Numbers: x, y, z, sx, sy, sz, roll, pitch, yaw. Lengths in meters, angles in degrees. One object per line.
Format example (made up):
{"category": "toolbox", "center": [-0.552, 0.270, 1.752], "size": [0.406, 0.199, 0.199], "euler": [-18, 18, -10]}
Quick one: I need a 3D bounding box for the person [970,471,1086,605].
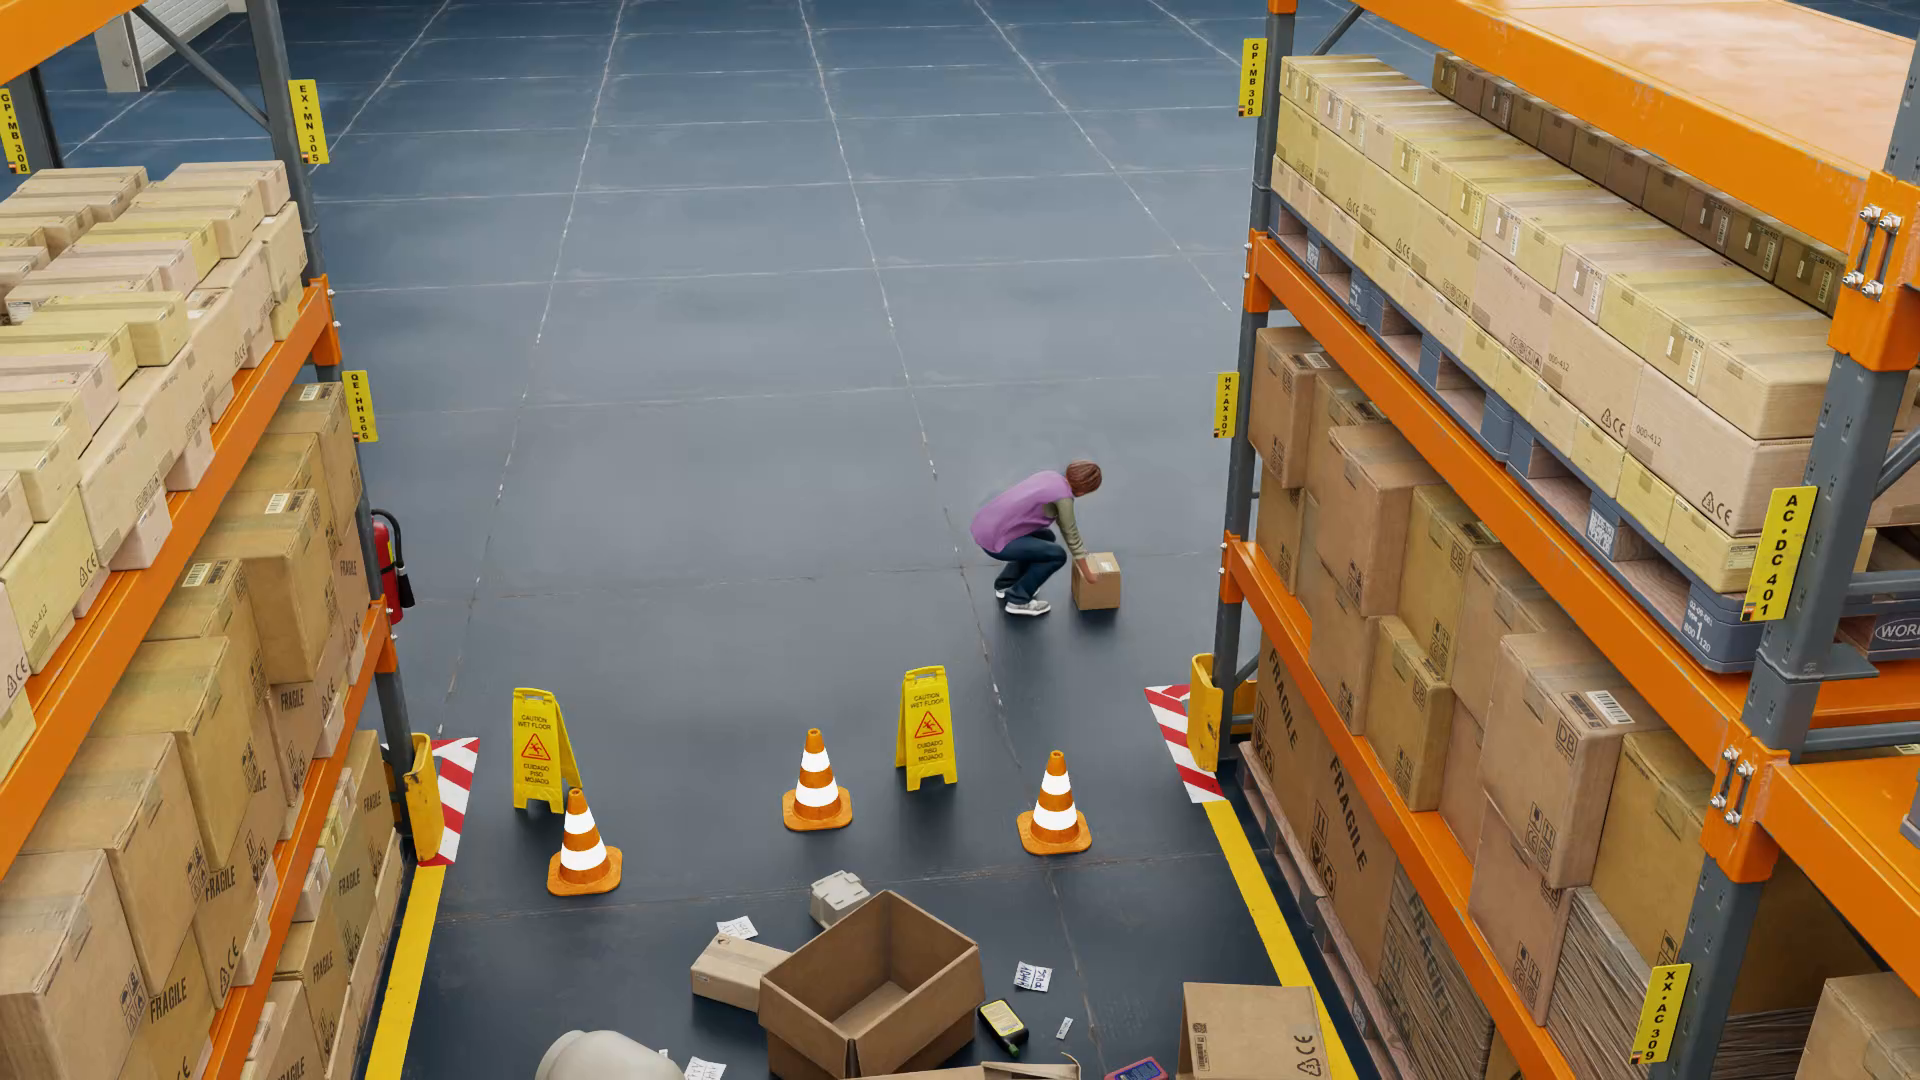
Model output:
{"category": "person", "center": [0.388, -0.017, 9.895], "size": [0.666, 0.747, 0.443], "euler": [-4, 28, -7]}
